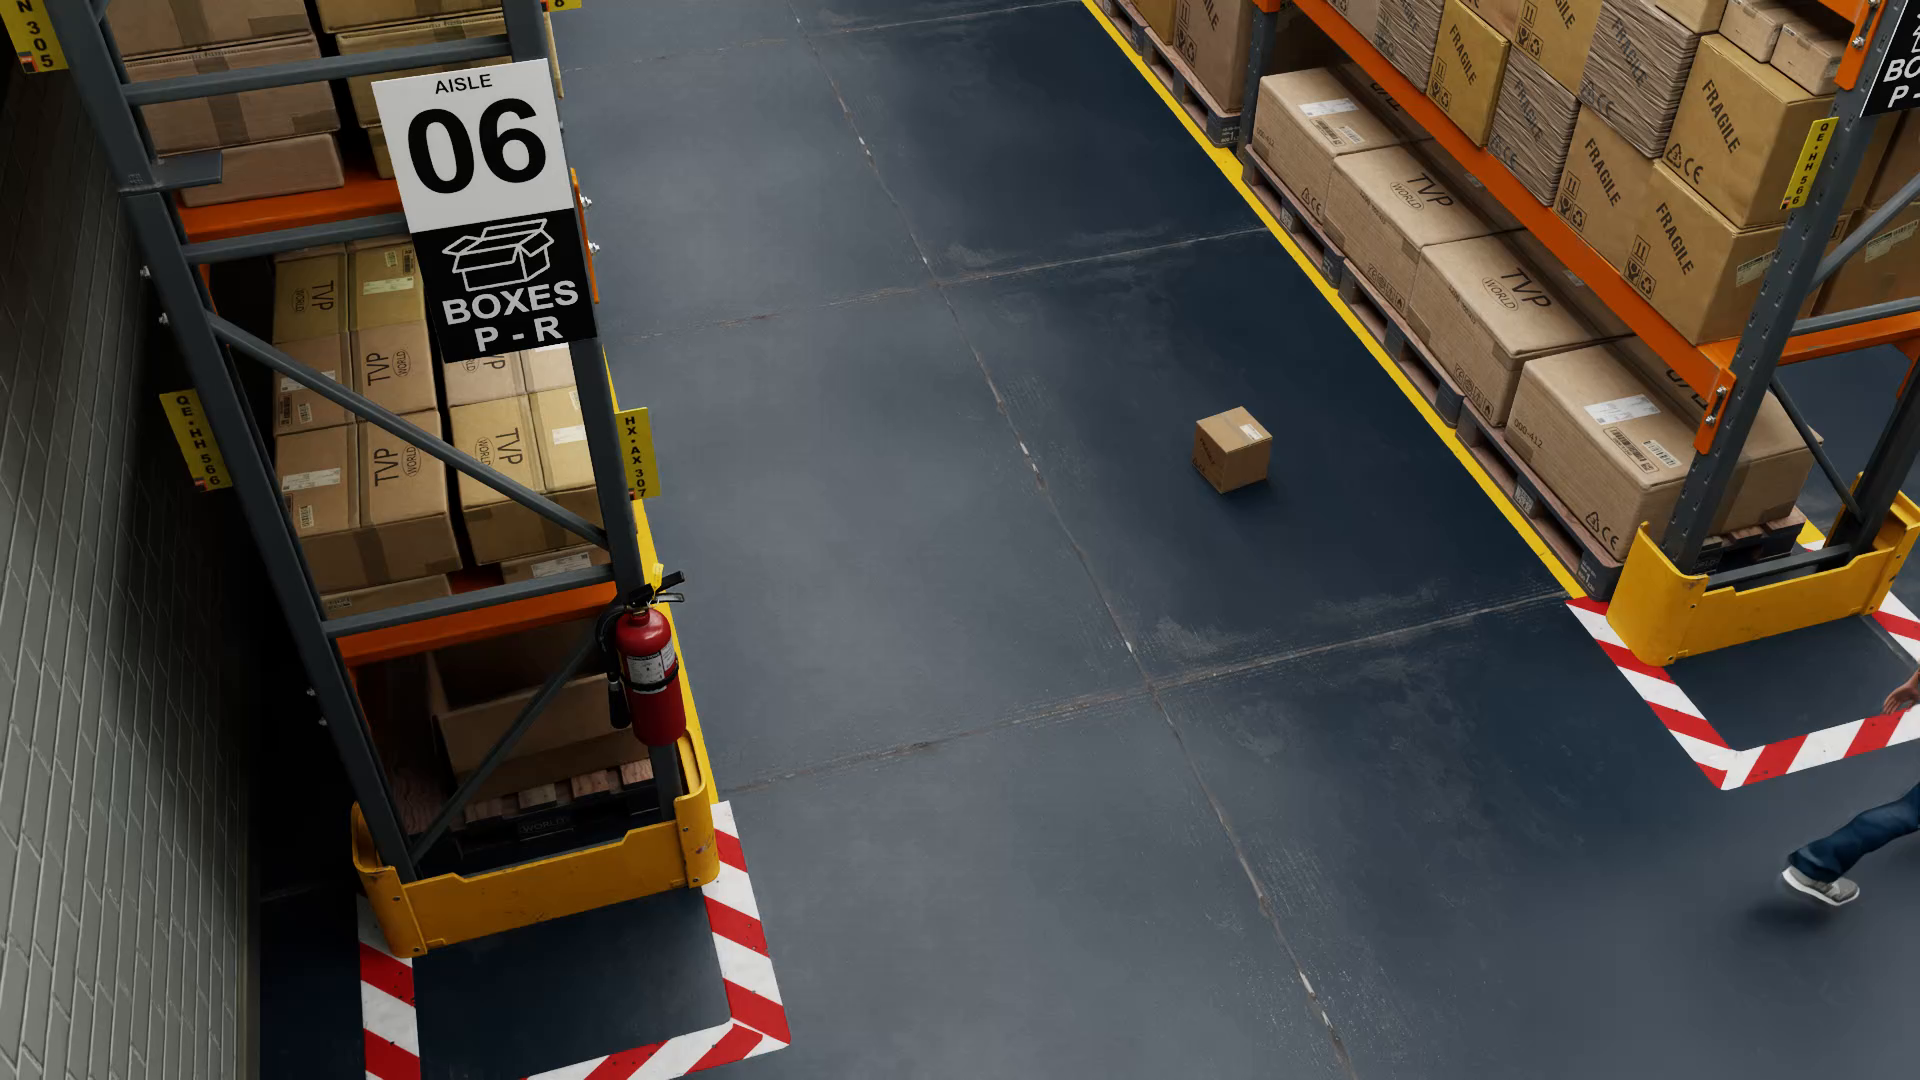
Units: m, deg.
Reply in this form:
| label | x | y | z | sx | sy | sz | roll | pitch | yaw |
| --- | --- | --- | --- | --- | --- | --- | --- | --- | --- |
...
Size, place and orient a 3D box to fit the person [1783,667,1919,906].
| label | x | y | z | sx | sy | sz | roll | pitch | yaw |
| --- | --- | --- | --- | --- | --- | --- | --- | --- | --- |
| person | 3.398 | 0.607 | 5.529 | 1.049 | 1.518 | 0.469 | -7 | 43 | -8 |
